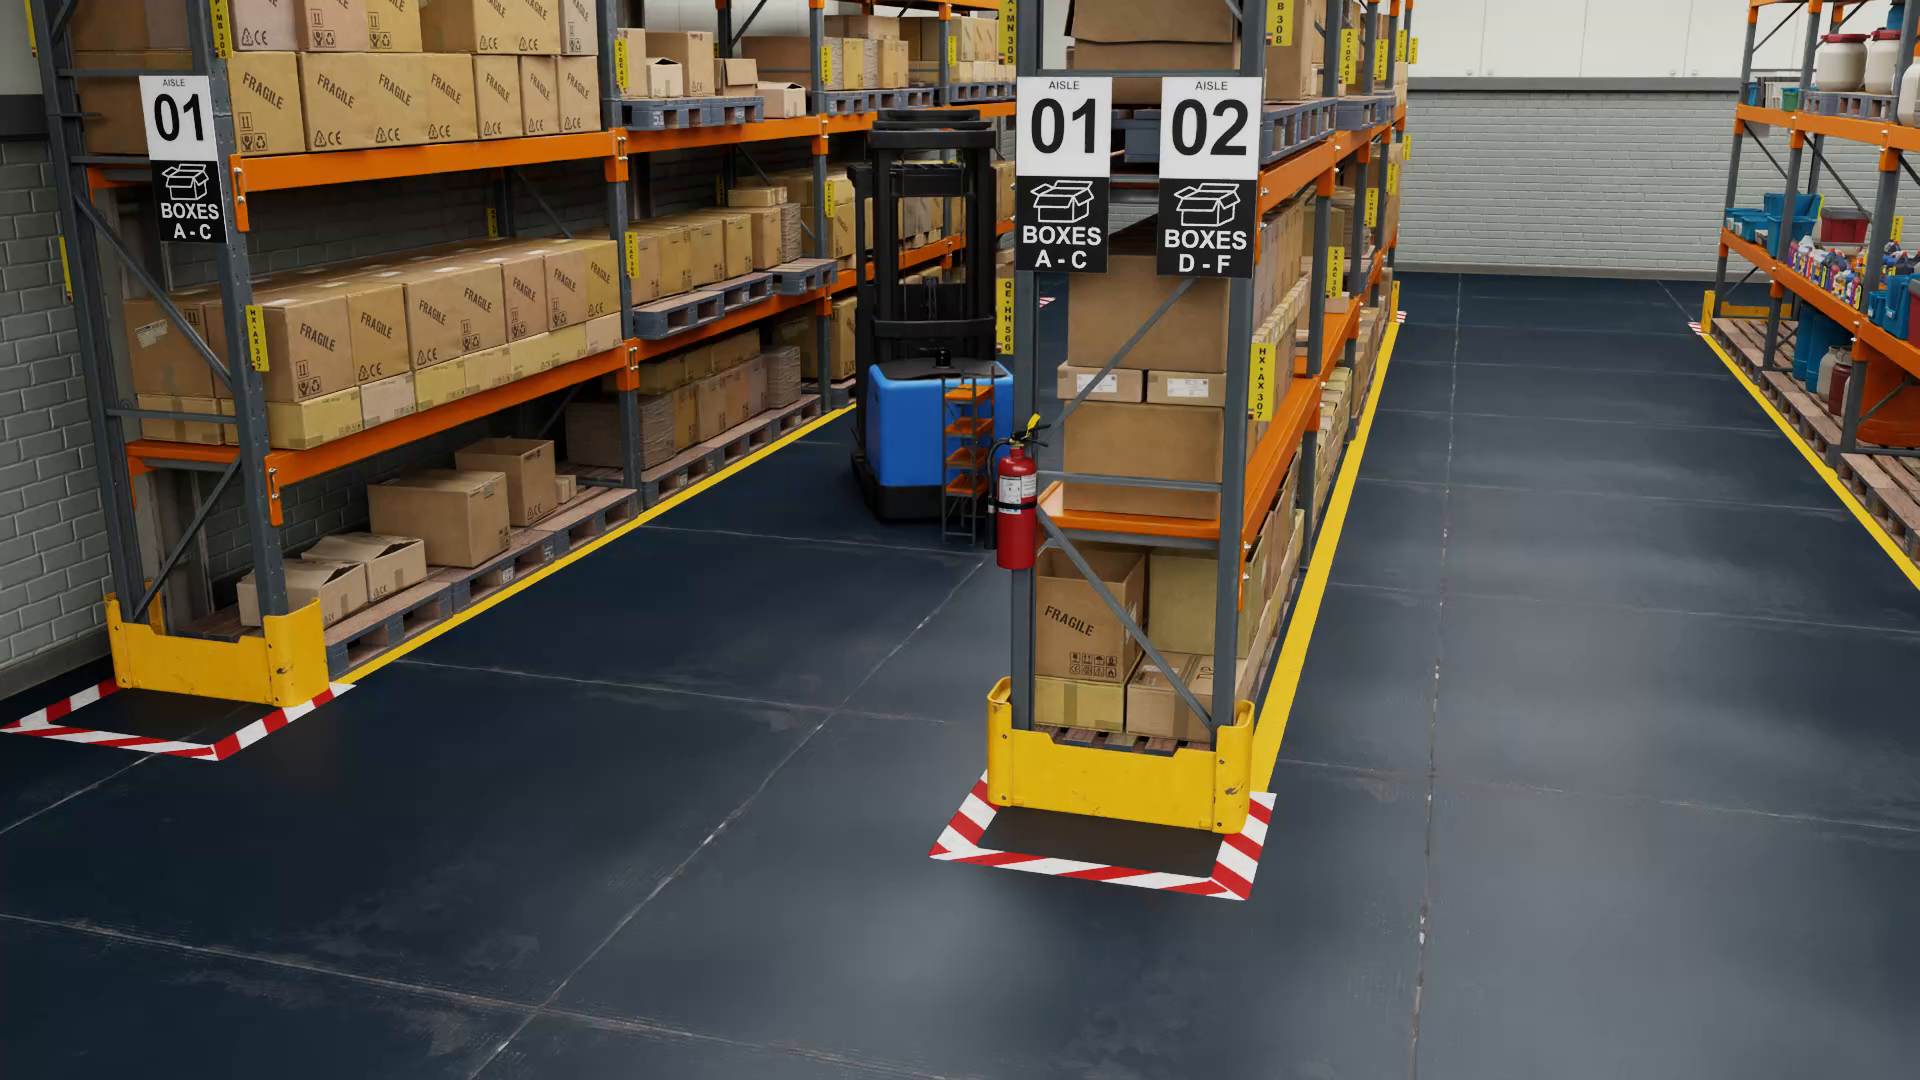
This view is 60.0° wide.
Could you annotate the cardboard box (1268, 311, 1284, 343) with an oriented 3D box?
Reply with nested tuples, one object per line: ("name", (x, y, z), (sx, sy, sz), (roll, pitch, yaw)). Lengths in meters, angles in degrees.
("cardboard box", (1.554, -1.164, 9.065), (0.380, 0.149, 0.250), (5, 17, 18))

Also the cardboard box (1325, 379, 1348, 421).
("cardboard box", (2.944, -1.197, 13.792), (0.500, 0.311, 0.500), (4, 16, 15))

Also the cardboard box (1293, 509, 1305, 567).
("cardboard box", (1.939, -0.035, 10.724), (0.500, 0.250, 0.500), (5, 16, 16))

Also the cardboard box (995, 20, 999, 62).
("cardboard box", (0.281, -6.318, 21.059), (0.500, 0.500, 0.500), (4, 16, 13))

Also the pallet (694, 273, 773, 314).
("pallet", (-2.276, -2.110, 14.123), (1.003, 0.211, 1.213), (5, 16, 16))

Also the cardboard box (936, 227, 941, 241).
("cardboard box", (-0.441, -3.548, 19.265), (0.380, 0.149, 0.250), (5, 17, 16))

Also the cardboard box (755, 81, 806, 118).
("cardboard box", (-1.698, -3.924, 14.796), (0.500, 0.311, 0.500), (5, 16, 16))

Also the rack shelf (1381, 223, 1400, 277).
("rack shelf", (4.703, -3.564, 20.215), (1.077, 0.370, 4.000), (5, 16, 16))

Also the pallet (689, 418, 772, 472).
("pallet", (-2.325, -0.859, 14.472), (1.003, 0.211, 1.213), (5, 16, 16))

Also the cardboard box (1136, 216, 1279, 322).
("cardboard box", (1.313, -1.455, 8.903), (0.700, 0.500, 0.500), (5, 16, 16))

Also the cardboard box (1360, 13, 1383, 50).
("cardboard box", (4.236, -5.489, 18.172), (0.700, 0.500, 0.500), (5, 16, 16))

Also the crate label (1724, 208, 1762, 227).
("crate label", (9.634, -3.957, 20.481), (0.416, 0.233, 0.303), (5, 16, 16))

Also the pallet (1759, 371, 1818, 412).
("pallet", (8.623, -1.461, 16.595), (1.003, 0.211, 1.213), (5, 16, 16))

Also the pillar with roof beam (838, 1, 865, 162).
("pillar with roof beam", (2.881, -6.572, 18.510), (9.100, 9.000, 0.400), (5, 16, 16))

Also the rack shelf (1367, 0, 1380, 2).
("rack shelf", (2.429, -4.165, 12.072), (1.077, 0.370, 4.000), (5, 16, 16))

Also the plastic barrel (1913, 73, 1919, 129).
("plastic barrel", (7.304, -3.441, 12.049), (0.600, 0.901, 0.600), (0, 16, 0))

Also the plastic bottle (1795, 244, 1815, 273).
("plastic bottle", (8.282, -2.755, 16.271), (0.152, 0.276, 0.135), (5, 16, 16))

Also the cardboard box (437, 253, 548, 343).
("cardboard box", (-3.017, -1.565, 10.715), (0.500, 0.500, 0.500), (4, 16, 14))

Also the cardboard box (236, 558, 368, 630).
("cardboard box", (-3.743, 0.278, 9.475), (0.500, 0.311, 0.500), (3, 16, 10))

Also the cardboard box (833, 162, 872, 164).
("cardboard box", (-1.139, -4.094, 18.626), (0.500, 0.250, 0.500), (5, 17, 17))

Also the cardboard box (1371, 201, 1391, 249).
("cardboard box", (4.541, -3.547, 18.654), (0.500, 0.500, 0.500), (5, 17, 17))

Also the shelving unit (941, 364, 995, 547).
("shelving unit", (0.060, -0.604, 11.759), (0.258, 1.200, 0.503), (4, 16, 15))

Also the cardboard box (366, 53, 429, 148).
("cardboard box", (-3.361, -2.473, 9.334), (0.500, 0.500, 0.500), (5, 17, 18))

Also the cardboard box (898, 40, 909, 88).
("cardboard box", (-0.971, -5.251, 18.358), (0.700, 0.500, 0.500), (4, 16, 13))

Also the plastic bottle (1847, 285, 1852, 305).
("plastic bottle", (7.568, -2.087, 14.056), (0.097, 0.201, 0.097), (0, 16, 0))

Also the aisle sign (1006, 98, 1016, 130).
("aisle sign", (0.829, -6.062, 22.942), (0.394, 0.787, 0.004), (5, 16, 16))

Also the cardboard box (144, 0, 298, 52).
("cardboard box", (-3.684, -2.694, 8.281), (0.500, 0.500, 0.500), (3, 16, 12))

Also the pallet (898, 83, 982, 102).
("pallet", (-0.373, -5.383, 19.978), (1.003, 0.211, 1.213), (5, 16, 16))

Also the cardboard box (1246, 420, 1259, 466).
("cardboard box", (1.161, -0.684, 8.559), (0.700, 0.500, 0.500), (5, 17, 16))

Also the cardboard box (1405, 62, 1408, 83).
("cardboard box", (5.370, -5.890, 20.961), (0.500, 0.250, 0.500), (5, 16, 16))

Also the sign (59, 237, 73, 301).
("sign", (-4.553, -1.388, 8.524), (0.100, 0.325, 0.005), (5, 16, 16))

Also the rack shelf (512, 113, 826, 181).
("rack shelf", (-2.321, -3.297, 13.778), (1.077, 0.370, 4.000), (5, 16, 16))

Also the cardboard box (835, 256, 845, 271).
("cardboard box", (-1.357, -2.745, 16.435), (0.380, 0.149, 0.250), (5, 17, 17))

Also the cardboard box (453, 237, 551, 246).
("cardboard box", (-3.223, -1.868, 11.783), (0.500, 0.500, 0.500), (4, 16, 15))

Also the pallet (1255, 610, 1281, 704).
("pallet", (1.250, 0.573, 9.423), (1.003, 0.211, 1.213), (5, 16, 16))

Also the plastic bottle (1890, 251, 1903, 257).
("plastic bottle", (8.833, -2.586, 15.677), (0.152, 0.276, 0.135), (5, 16, 16))

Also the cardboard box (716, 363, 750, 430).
("cardboard box", (-2.279, -1.282, 14.627), (0.700, 0.500, 0.500), (5, 16, 16))

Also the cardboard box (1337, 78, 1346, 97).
("cardboard box", (2.791, -3.651, 13.214), (0.500, 0.250, 0.500), (5, 17, 17))

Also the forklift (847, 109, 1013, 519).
("forklift", (-0.301, -1.921, 13.231), (1.130, 2.935, 3.031), (-3, 16, -9))

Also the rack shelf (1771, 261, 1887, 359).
("rack shelf", (8.314, -2.132, 15.168), (1.077, 0.370, 4.000), (5, 16, 16))

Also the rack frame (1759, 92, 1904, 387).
("rack frame", (8.883, -3.002, 16.914), (1.000, 3.000, 0.127), (5, 16, 16))

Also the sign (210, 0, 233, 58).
("sign", (-3.506, -2.452, 7.878), (0.100, 0.325, 0.005), (5, 16, 16))

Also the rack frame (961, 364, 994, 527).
("rack frame", (0.126, -0.668, 11.985), (0.240, 1.200, 0.015), (4, 16, 15))

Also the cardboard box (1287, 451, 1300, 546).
("cardboard box", (1.786, -0.265, 10.163), (0.500, 0.500, 0.500), (5, 16, 16))

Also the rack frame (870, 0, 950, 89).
("rack frame", (-0.616, -6.656, 18.804), (1.000, 3.000, 0.127), (5, 16, 16))

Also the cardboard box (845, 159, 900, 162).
("cardboard box", (-0.997, -4.231, 19.111), (0.500, 0.250, 0.500), (5, 17, 18))

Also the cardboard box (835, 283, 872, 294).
("cardboard box", (-1.163, -2.302, 17.618), (0.750, 0.750, 0.750), (5, 16, 16))

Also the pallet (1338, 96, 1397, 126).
("pallet", (2.891, -3.508, 13.549), (1.213, 0.211, 1.003), (5, 17, 18))

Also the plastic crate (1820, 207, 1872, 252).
("plastic crate", (9.377, -3.275, 17.653), (0.402, 0.464, 0.583), (5, 16, 16))

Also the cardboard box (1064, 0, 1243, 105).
("cardboard box", (0.892, -2.159, 7.233), (0.797, 0.503, 0.637), (6, 17, 20))

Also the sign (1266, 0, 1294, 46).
("sign", (1.255, -2.104, 6.507), (0.100, 0.325, 0.005), (5, 16, 16))

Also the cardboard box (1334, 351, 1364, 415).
("cardboard box", (3.401, -1.446, 15.205), (0.500, 0.500, 0.500), (5, 17, 18))

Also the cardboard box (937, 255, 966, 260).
("cardboard box", (-0.097, -3.653, 21.835), (0.380, 0.149, 0.250), (5, 17, 16))

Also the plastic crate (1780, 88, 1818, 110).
("plastic crate", (8.835, -4.627, 17.455), (0.416, 0.233, 0.300), (5, 16, 16))

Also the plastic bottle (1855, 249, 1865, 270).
("plastic bottle", (8.956, -2.783, 16.507), (0.097, 0.201, 0.097), (0, 16, 0))

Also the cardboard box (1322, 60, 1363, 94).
("cardboard box", (3.089, -3.948, 14.571), (0.910, 0.500, 0.500), (5, 16, 16))

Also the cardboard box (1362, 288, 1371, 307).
("cardboard box", (4.663, -2.889, 20.287), (0.797, 0.503, 0.637), (5, 16, 16))

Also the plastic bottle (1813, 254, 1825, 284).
("plastic bottle", (7.998, -2.517, 15.442), (0.097, 0.271, 0.097), (0, 16, 0))
